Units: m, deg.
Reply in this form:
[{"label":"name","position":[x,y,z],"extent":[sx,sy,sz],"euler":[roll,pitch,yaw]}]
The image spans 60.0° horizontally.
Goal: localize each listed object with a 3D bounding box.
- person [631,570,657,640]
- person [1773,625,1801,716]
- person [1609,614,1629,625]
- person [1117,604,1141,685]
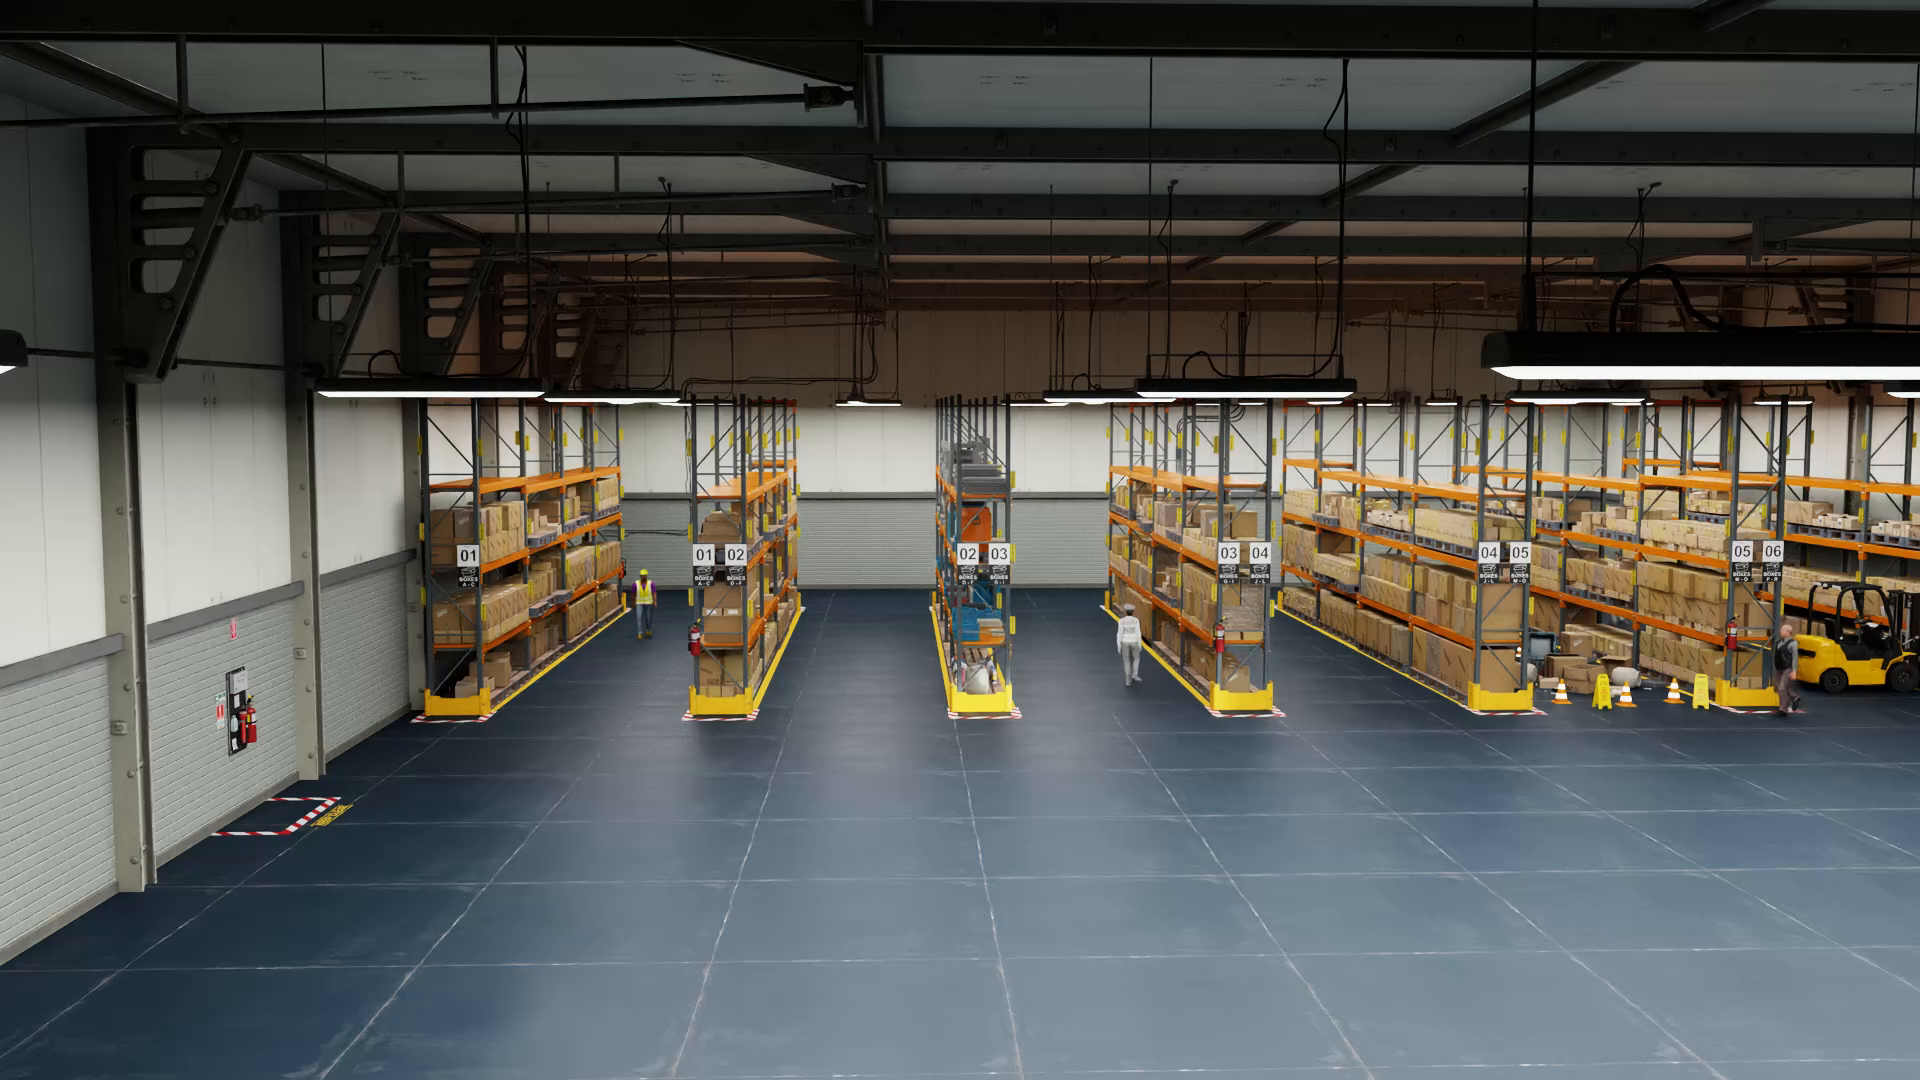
[{"label":"person","position":[-7.877,1.593,41.458],"extent":[0.668,1.710,1.081],"euler":[0,5,-4]},{"label":"person","position":[15.467,2.420,31.027],"extent":[0.702,1.702,0.550],"euler":[-1,5,-12]},{"label":"person","position":[17.413,1.386,44.062],"extent":[0.581,1.754,0.547],"euler":[0,5,6]},{"label":"person","position":[3.506,2.166,34.465],"extent":[0.514,1.680,0.448],"euler":[0,5,6]}]
